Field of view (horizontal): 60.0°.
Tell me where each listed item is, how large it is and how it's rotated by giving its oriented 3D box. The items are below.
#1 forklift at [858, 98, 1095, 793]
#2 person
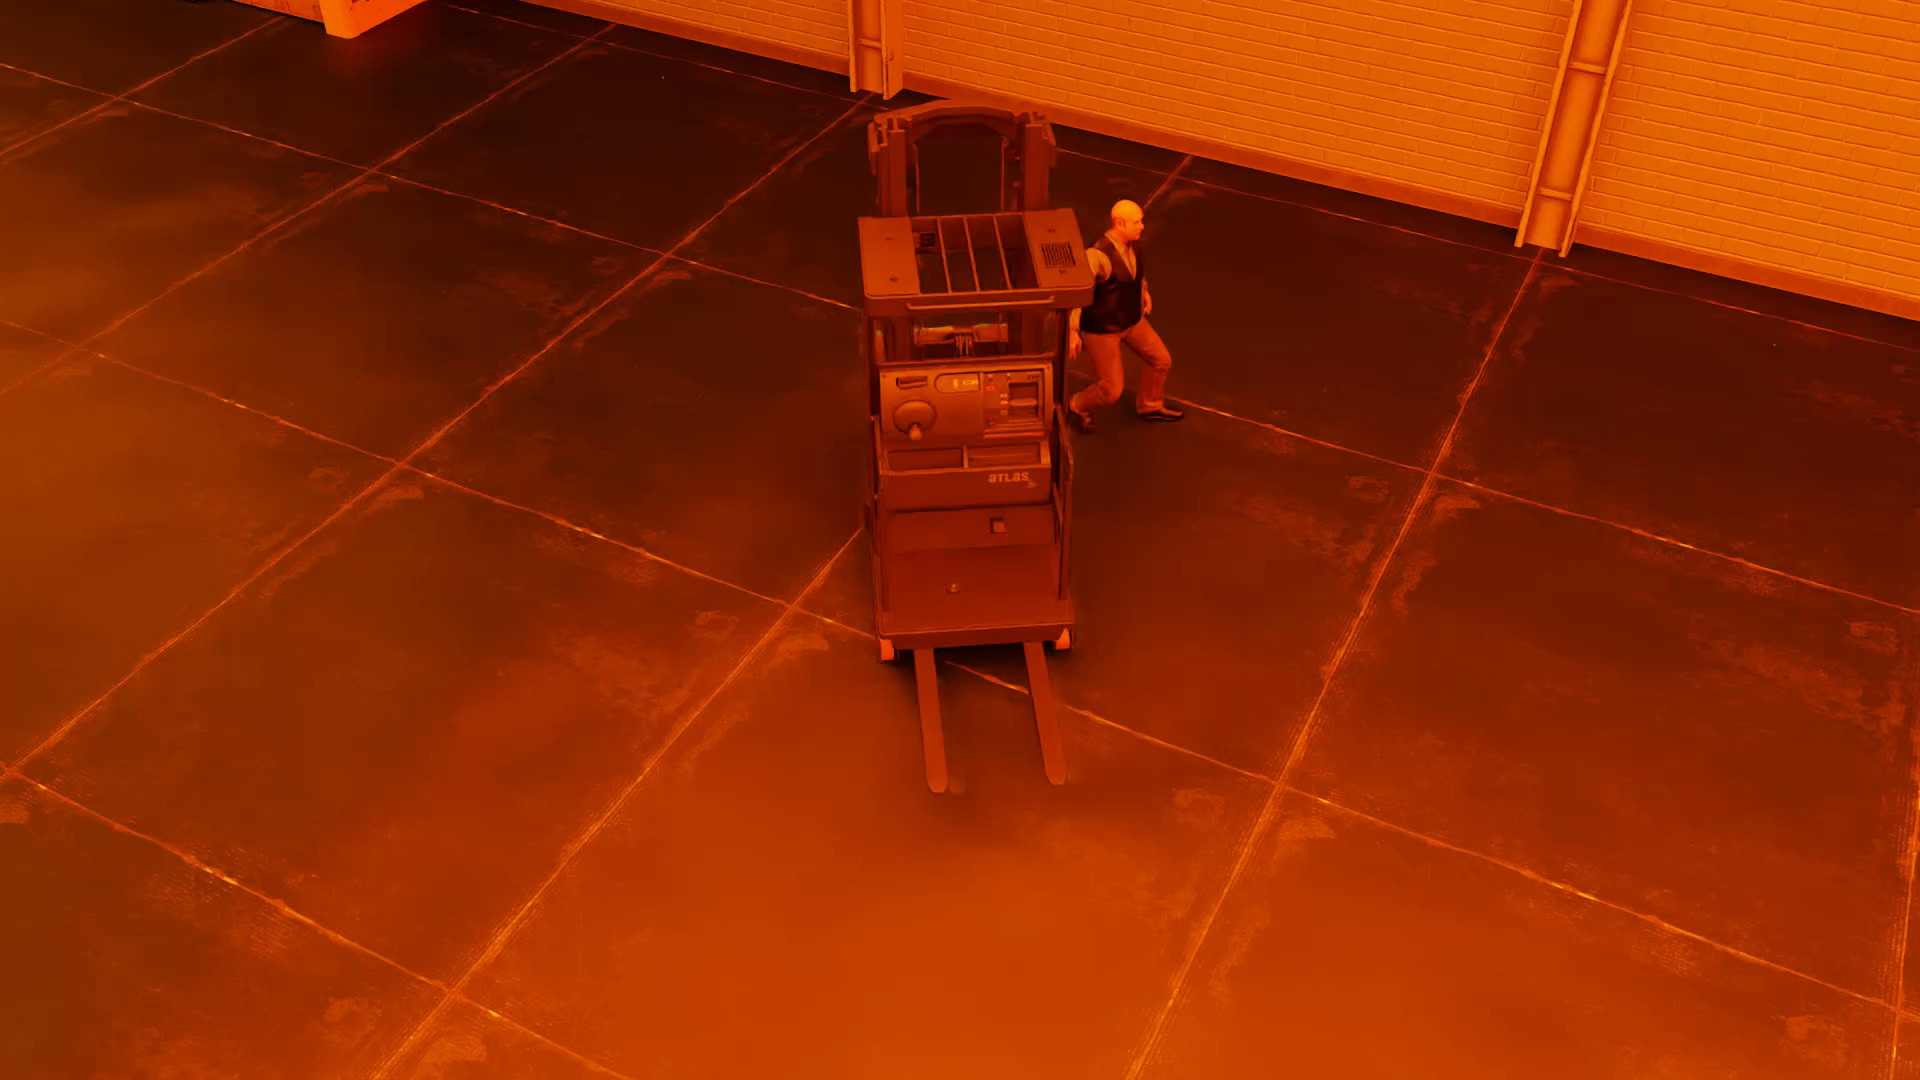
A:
[{"bbox_3d":[0.058,-0.665,8.776,1.130,2.935,3.031,-3,40,-4],"label":"forklift"},{"bbox_3d":[1.012,-1.366,10.615,0.605,1.642,0.925,30,48,30],"label":"person"}]
